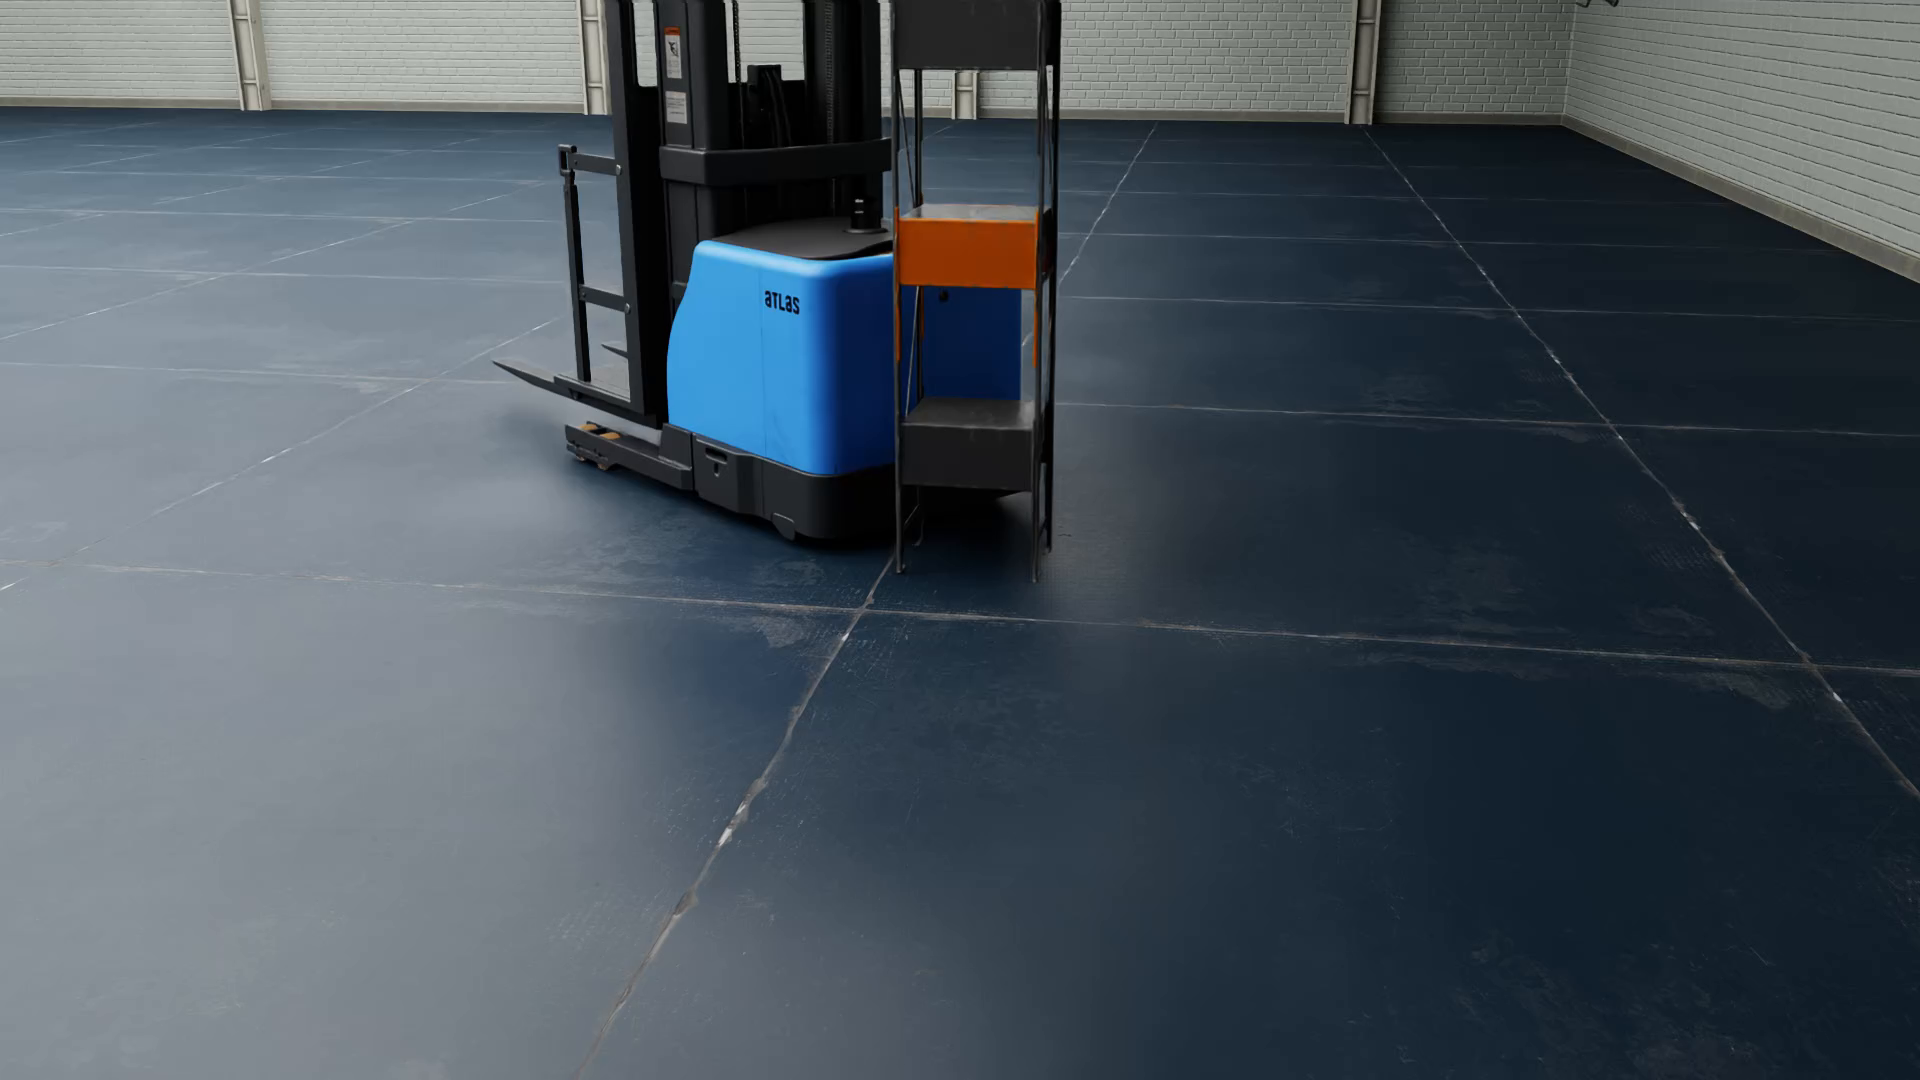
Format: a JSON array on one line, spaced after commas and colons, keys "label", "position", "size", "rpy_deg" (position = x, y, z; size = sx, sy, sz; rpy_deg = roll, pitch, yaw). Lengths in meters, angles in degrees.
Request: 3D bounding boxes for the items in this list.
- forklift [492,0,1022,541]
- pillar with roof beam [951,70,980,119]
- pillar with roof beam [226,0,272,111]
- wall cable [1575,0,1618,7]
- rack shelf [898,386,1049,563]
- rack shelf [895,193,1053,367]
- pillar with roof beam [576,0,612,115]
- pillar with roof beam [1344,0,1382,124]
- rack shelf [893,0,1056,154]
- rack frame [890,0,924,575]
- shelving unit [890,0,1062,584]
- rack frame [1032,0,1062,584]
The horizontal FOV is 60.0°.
[{"label": "forklift", "position": [-1.088, -1.782, 7.011], "size": [1.130, 2.935, 3.031], "rpy_deg": [-15, 24, -38]}, {"label": "pillar with roof beam", "position": [-0.596, -9.513, 20.551], "size": [0.400, 9.000, 9.100], "rpy_deg": [3, 19, 9]}, {"label": "pillar with roof beam", "position": [-12.444, -10.116, 22.356], "size": [0.400, 9.000, 9.100], "rpy_deg": [3, 19, 9]}, {"label": "wall cable", "position": [8.710, -8.524, 22.491], "size": [0.112, 2.526, 3.097], "rpy_deg": [3, 19, 9]}, {"label": "rack shelf", "position": [0.059, -0.242, 5.965], "size": [0.480, 0.518, 0.431], "rpy_deg": [3, 19, 10]}, {"label": "rack shelf", "position": [0.059, -0.905, 5.743], "size": [0.480, 0.518, 0.431], "rpy_deg": [3, 19, 10]}, {"label": "pillar with roof beam", "position": [-6.520, -9.814, 21.454], "size": [0.400, 9.000, 9.100], "rpy_deg": [3, 19, 9]}, {"label": "pillar with roof beam", "position": [5.328, -9.211, 19.649], "size": [0.400, 9.000, 9.100], "rpy_deg": [3, 19, 9]}, {"label": "rack shelf", "position": [0.059, -1.569, 5.521], "size": [0.480, 0.518, 0.431], "rpy_deg": [3, 19, 10]}, {"label": "rack frame", "position": [-0.181, -0.933, 5.781], "size": [0.015, 2.100, 0.400], "rpy_deg": [3, 19, 10]}, {"label": "shelving unit", "position": [0.059, -0.918, 5.739], "size": [0.503, 2.100, 0.431], "rpy_deg": [3, 19, 10]}, {"label": "rack frame", "position": [0.298, -0.904, 5.696], "size": [0.015, 2.100, 0.400], "rpy_deg": [3, 19, 10]}]
